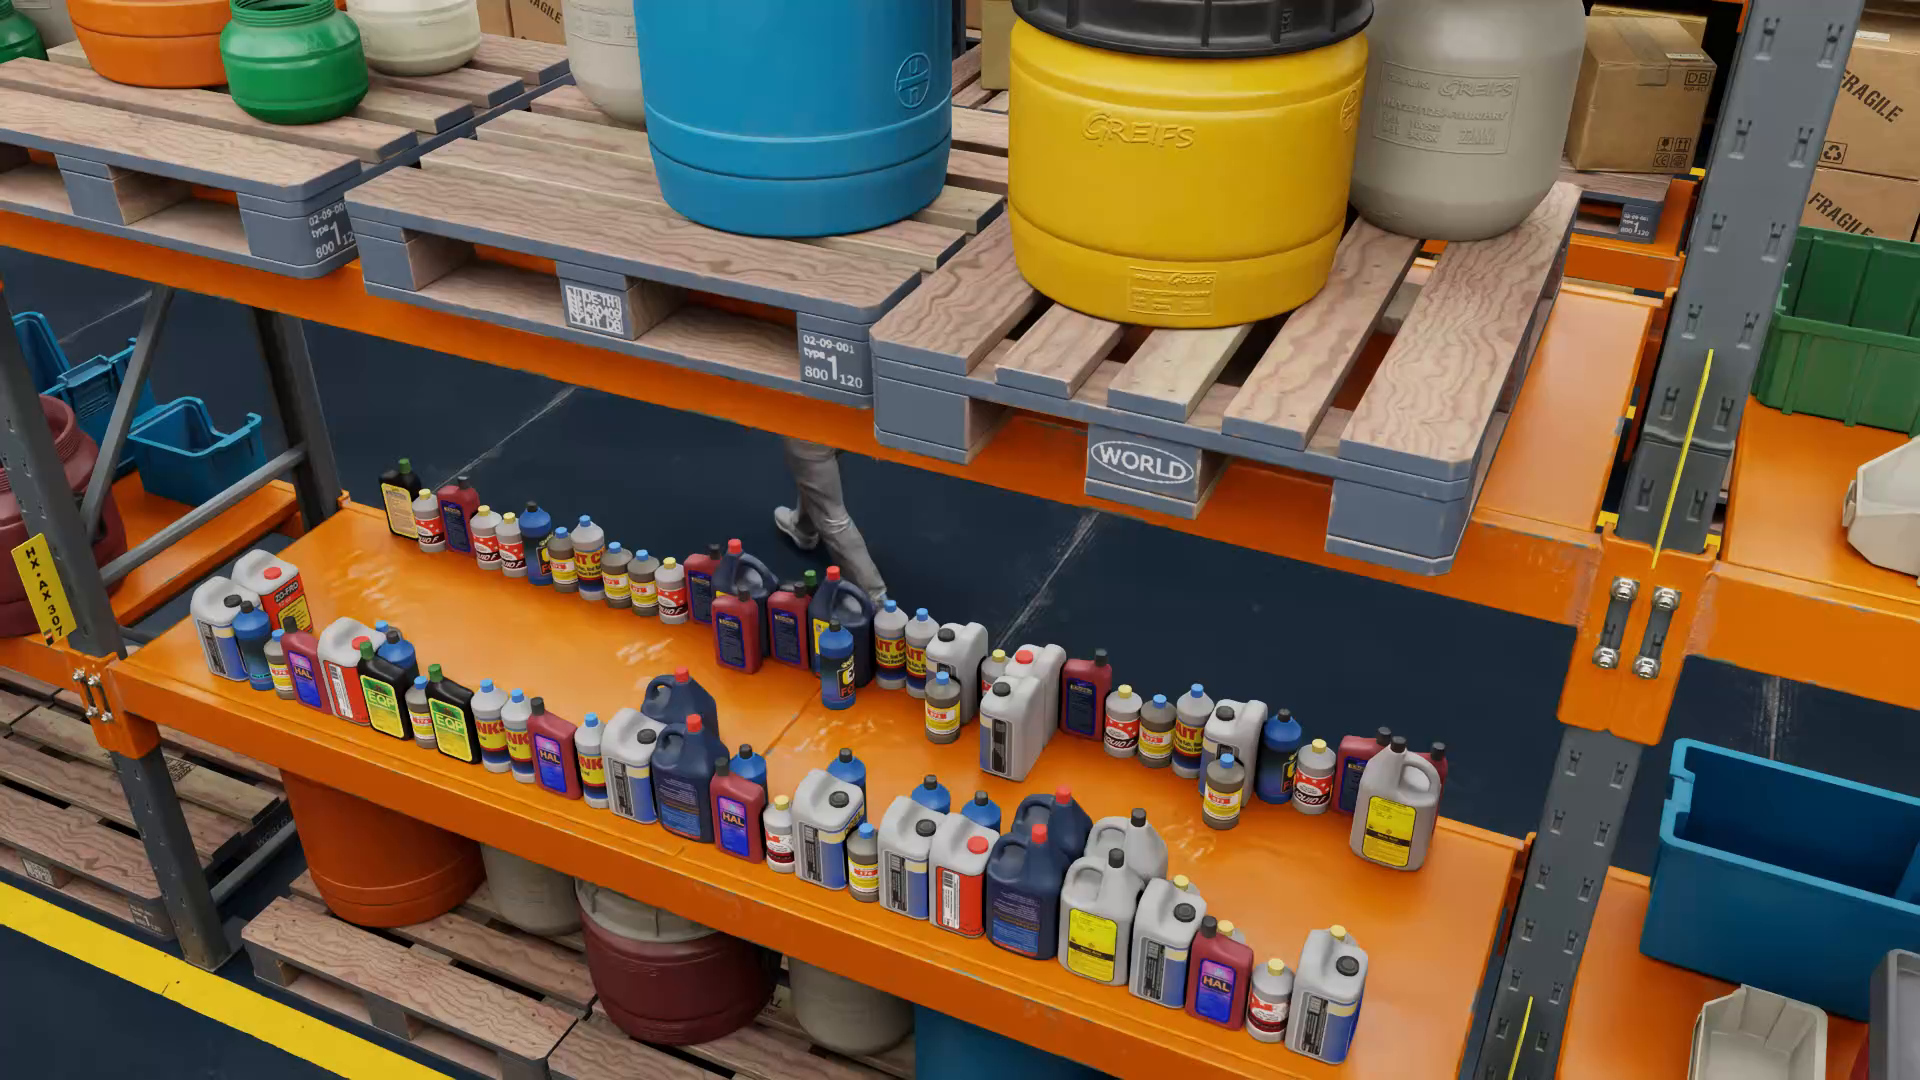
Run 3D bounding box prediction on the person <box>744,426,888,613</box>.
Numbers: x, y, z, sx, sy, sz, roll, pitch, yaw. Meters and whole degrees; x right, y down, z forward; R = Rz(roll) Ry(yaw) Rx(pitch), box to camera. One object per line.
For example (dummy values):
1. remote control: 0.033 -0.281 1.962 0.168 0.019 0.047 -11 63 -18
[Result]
1. person: -0.615 -0.541 6.940 0.539 1.724 1.032 -25 41 -33
